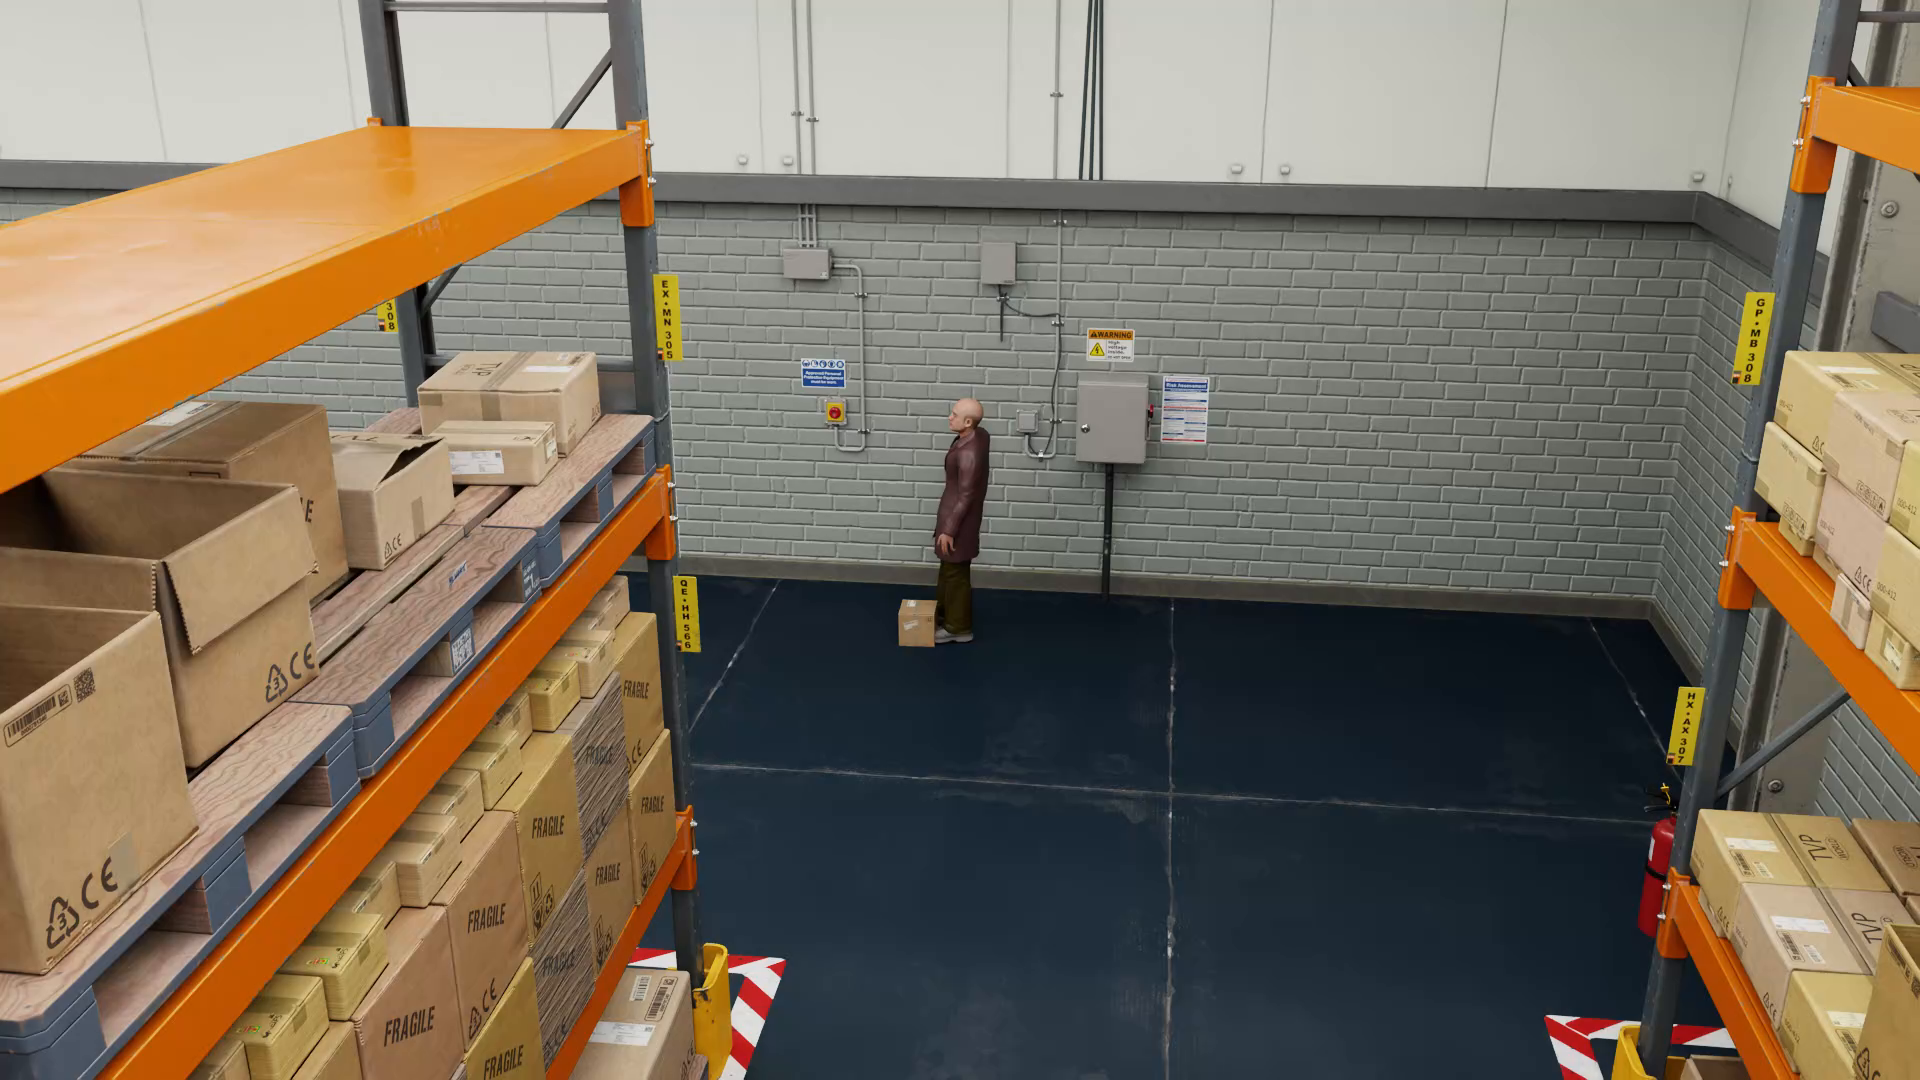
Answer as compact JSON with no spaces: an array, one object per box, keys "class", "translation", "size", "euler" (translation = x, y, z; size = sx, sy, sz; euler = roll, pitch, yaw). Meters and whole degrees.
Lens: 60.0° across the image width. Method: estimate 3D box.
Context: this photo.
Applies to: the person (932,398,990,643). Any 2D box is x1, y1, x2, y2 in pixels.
[{"class":"person","translation":[-0.098,-0.093,11.448],"size":[0.581,1.685,0.697],"euler":[2,21,6]}]
